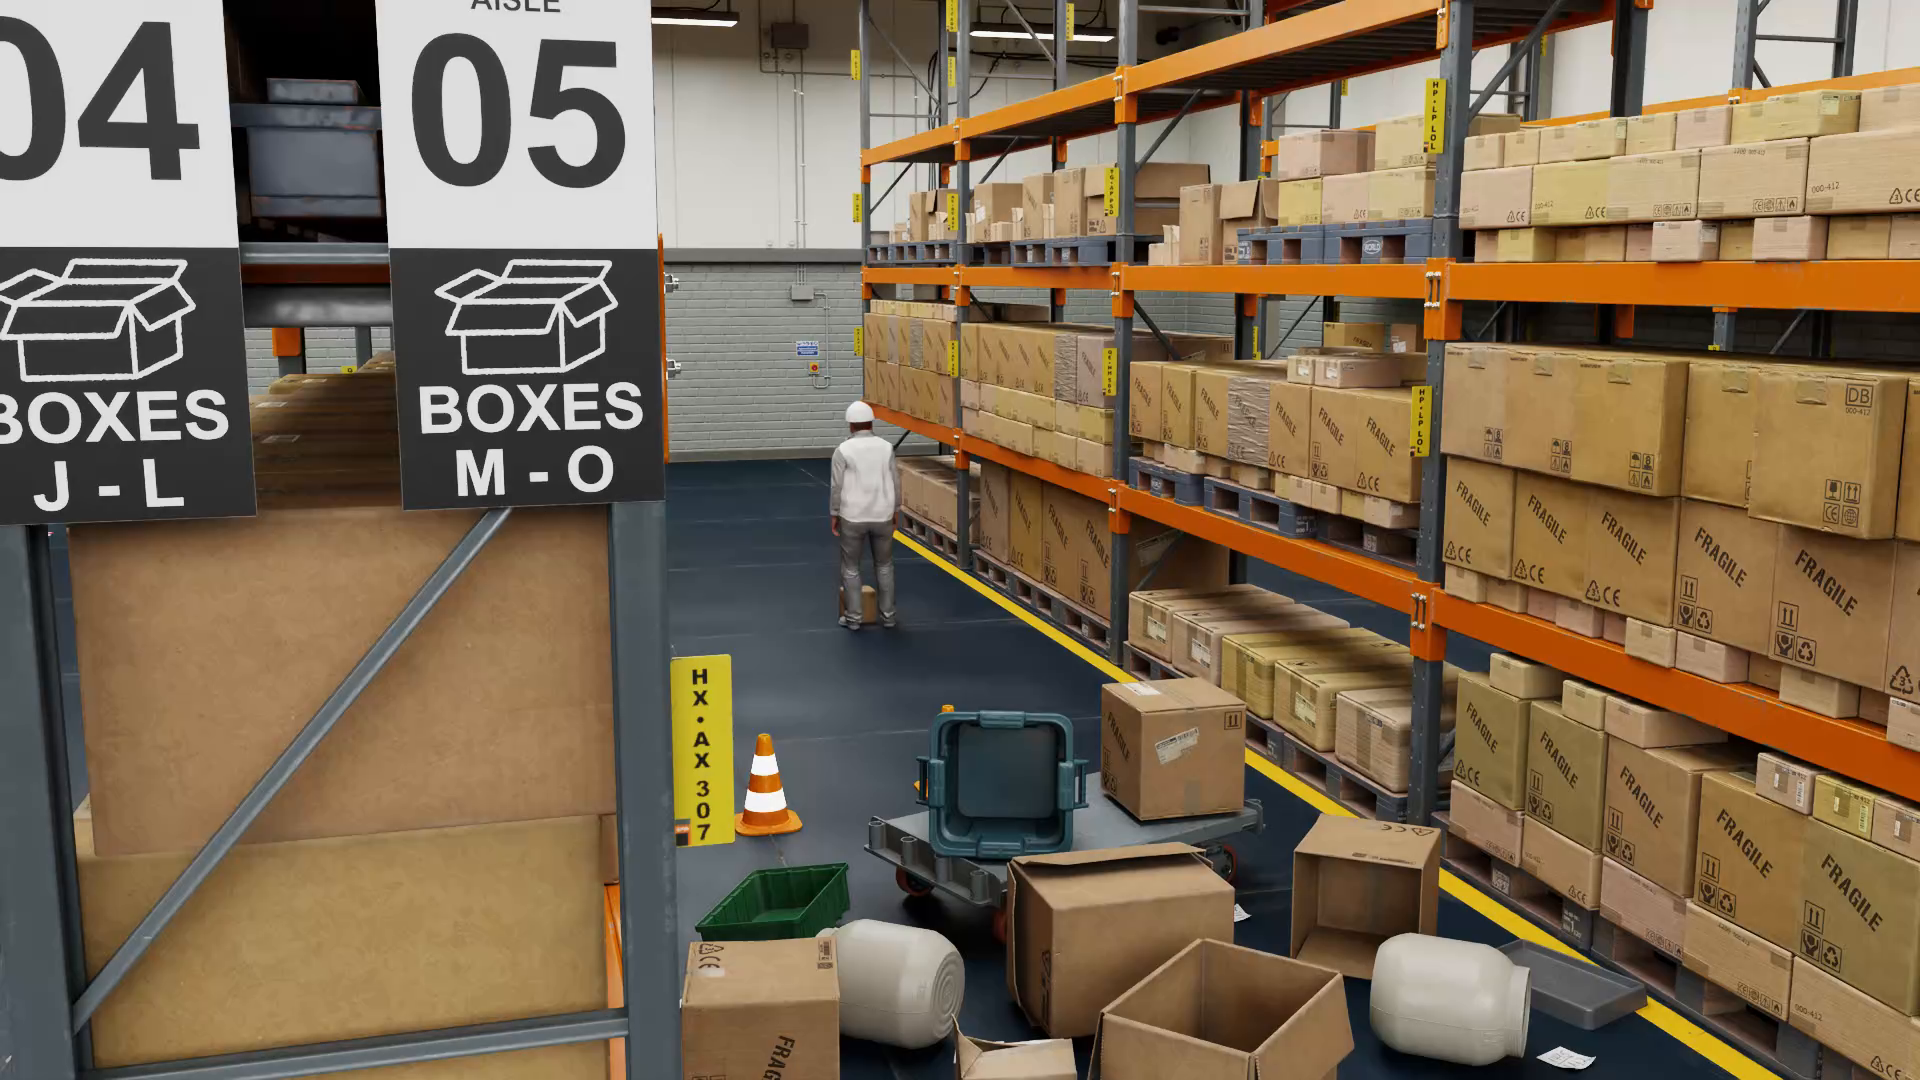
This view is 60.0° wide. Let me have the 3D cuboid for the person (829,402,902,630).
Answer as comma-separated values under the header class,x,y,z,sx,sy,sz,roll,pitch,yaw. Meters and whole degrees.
class,x,y,z,sx,sy,sz,roll,pitch,yaw
person,-0.741,-0.191,12.977,0.578,1.770,0.466,-3,10,-18
